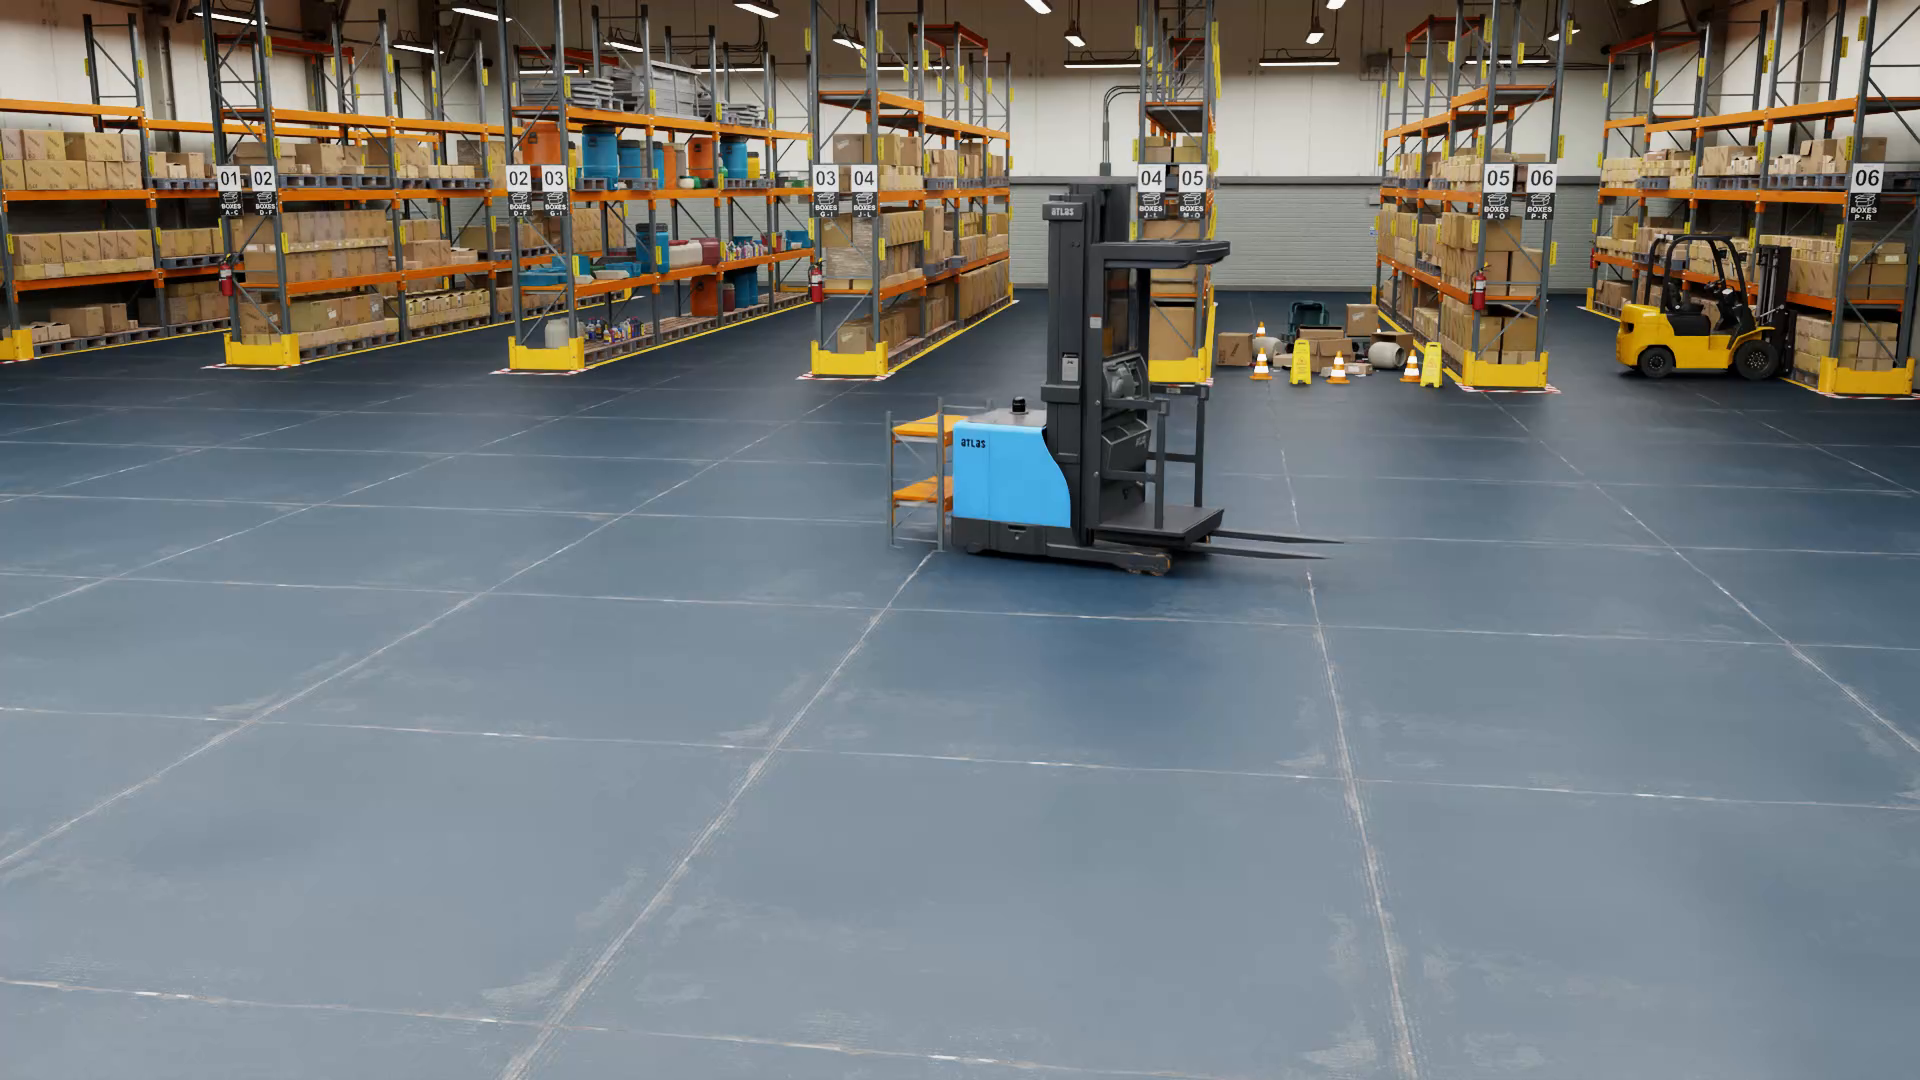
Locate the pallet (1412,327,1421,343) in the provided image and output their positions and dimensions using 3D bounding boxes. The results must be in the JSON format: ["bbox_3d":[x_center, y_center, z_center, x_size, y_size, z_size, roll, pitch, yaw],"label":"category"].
[{"bbox_3d":[9.156,-3.887,31.530,1.003,0.211,1.213,2,12,9],"label":"pallet"}]

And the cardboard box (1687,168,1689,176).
[{"bbox_3d":[14.124,-7.030,31.782,0.380,0.149,0.250,2,12,10],"label":"cardboard box"}]

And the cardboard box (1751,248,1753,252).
[{"bbox_3d":[13.400,-4.865,27.669,0.380,0.149,0.250,2,12,11],"label":"cardboard box"}]

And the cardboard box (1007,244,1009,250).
[{"bbox_3d":[0.986,-7.192,40.841,0.380,0.149,0.250,2,12,10],"label":"cardboard box"}]

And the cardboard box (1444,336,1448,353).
[{"bbox_3d":[8.234,-3.216,27.326,0.500,0.250,0.500,3,12,12],"label":"cardboard box"}]

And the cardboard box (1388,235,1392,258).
[{"bbox_3d":[9.785,-6.507,36.828,0.500,0.500,0.500,2,12,7],"label":"cardboard box"}]

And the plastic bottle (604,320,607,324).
[{"bbox_3d":[-6.424,-3.825,30.028,0.061,0.283,0.133,2,12,9],"label":"plastic bottle"}]

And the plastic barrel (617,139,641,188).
[{"bbox_3d":[-6.160,-6.886,30.516,0.600,0.901,0.708,2,12,9],"label":"plastic barrel"}]

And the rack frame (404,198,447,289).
[{"bbox_3d":[-13.968,-7.881,43.442,1.000,3.000,0.127,2,12,9],"label":"rack frame"}]

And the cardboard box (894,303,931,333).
[{"bbox_3d":[-0.922,-4.120,30.881,0.700,0.500,0.500,2,12,8],"label":"cardboard box"}]

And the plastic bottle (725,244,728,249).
[{"bbox_3d":[-5.298,-6.506,37.359,0.152,0.276,0.135,2,12,9],"label":"plastic bottle"}]

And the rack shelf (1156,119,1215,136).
[{"bbox_3d":[4.063,-7.522,30.191,1.077,0.370,4.000,2,12,9],"label":"rack shelf"}]

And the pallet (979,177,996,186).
[{"bbox_3d":[0.237,-8.160,37.826,1.003,0.211,1.213,2,12,9],"label":"pallet"}]

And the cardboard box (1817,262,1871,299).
[{"bbox_3d":[12.768,-3.747,24.025,0.500,0.500,0.500,2,12,7],"label":"cardboard box"}]

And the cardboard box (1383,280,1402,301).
[{"bbox_3d":[10.505,-5.890,39.291,0.875,0.438,0.875,1,12,7],"label":"cardboard box"}]

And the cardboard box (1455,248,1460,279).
[{"bbox_3d":[8.117,-4.377,26.239,0.500,0.500,0.500,2,12,9],"label":"cardboard box"}]

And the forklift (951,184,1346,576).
[{"bbox_3d":[1.487,-1.283,12.991,3.031,2.935,1.130,6,13,25],"label":"forklift"}]

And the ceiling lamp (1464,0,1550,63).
[{"bbox_3d":[13.525,-13.338,40.667,2.000,3.185,0.800,2,12,9],"label":"ceiling lamp"}]

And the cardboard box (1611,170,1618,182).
[{"bbox_3d":[14.926,-8.161,37.270,0.500,0.250,0.500,2,12,7],"label":"cardboard box"}]

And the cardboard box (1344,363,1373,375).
[{"bbox_3d":[6.252,-2.692,26.133,0.380,0.149,0.250,10,15,38],"label":"cardboard box"}]

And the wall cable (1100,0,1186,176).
[{"bbox_3d":[4.991,-12.970,45.181,2.277,5.999,0.120,2,12,9],"label":"wall cable"}]

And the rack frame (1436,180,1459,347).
[{"bbox_3d":[8.662,-4.580,28.127,1.000,3.000,0.127,2,12,9],"label":"rack frame"}]

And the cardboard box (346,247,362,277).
[{"bbox_3d":[-11.136,-4.965,29.675,0.700,0.500,0.500,2,12,9],"label":"cardboard box"}]

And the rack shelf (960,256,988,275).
[{"bbox_3d":[-0.207,-5.799,35.488,1.077,0.370,4.000,2,12,9],"label":"rack shelf"}]

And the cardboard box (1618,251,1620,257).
[{"bbox_3d":[14.852,-6.358,36.972,0.380,0.149,0.250,2,12,9],"label":"cardboard box"}]

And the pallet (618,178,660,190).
[{"bbox_3d":[-6.038,-6.283,29.354,1.213,0.211,1.003,2,12,9],"label":"pallet"}]

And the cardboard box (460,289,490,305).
[{"bbox_3d":[-10.140,-5.074,34.617,0.500,0.311,0.500,2,12,10],"label":"cardboard box"}]

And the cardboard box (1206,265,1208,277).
[{"bbox_3d":[4.102,-4.869,29.230,0.500,0.500,0.500,2,12,9],"label":"cardboard box"}]

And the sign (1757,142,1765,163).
[{"bbox_3d":[13.030,-6.309,27.053,0.100,0.325,0.005,2,12,9],"label":"sign"}]

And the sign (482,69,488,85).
[{"bbox_3d":[-9.754,-9.505,34.146,0.100,0.325,0.005,2,12,9],"label":"sign"}]

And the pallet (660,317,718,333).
[{"bbox_3d":[-5.566,-4.371,33.776,1.003,0.211,1.213,2,12,9],"label":"pallet"}]

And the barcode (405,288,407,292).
[{"bbox_3d":[-10.467,-4.725,31.409,0.001,0.075,0.075,2,12,9],"label":"barcode"}]

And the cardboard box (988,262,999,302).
[{"bbox_3d":[0.419,-6.056,39.019,0.875,0.875,0.875,2,12,9],"label":"cardboard box"}]

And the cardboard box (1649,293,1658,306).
[{"bbox_3d":[14.348,-4.761,33.900,0.500,0.500,0.500,2,12,7],"label":"cardboard box"}]

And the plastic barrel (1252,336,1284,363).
[{"bbox_3d":[5.097,-3.174,27.718,0.421,0.421,0.512,-10,16,-40],"label":"plastic barrel"}]

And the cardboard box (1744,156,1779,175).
[{"bbox_3d":[13.438,-6.256,27.759,0.500,0.311,0.500,1,12,7],"label":"cardboard box"}]

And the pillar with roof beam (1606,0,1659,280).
[{"bbox_3d":[12.464,-10.523,41.459,9.100,9.000,0.548,2,12,9],"label":"pillar with roof beam"}]

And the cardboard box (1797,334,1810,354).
[{"bbox_3d":[12.806,-2.909,24.713,0.500,0.250,0.500,2,12,8],"label":"cardboard box"}]

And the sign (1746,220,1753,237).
[{"bbox_3d":[14.731,-5.802,31.046,0.100,0.325,0.005,2,12,9],"label":"sign"}]

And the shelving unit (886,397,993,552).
[{"bbox_3d":[-0.160,-0.573,13.980,0.538,1.125,1.048,5,13,23],"label":"shelving unit"}]

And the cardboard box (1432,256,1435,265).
[{"bbox_3d":[8.566,-4.941,29.401,0.380,0.149,0.250,2,12,9],"label":"cardboard box"}]

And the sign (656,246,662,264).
[{"bbox_3d":[-5.482,-5.177,30.239,0.100,0.325,0.005,2,12,9],"label":"sign"}]

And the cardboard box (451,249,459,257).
[{"bbox_3d":[-10.632,-5.832,34.148,0.500,0.311,0.500,2,12,8],"label":"cardboard box"}]

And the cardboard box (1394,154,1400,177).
[{"bbox_3d":[10.049,-8.433,37.412,0.500,0.500,0.500,2,12,10],"label":"cardboard box"}]

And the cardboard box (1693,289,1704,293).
[{"bbox_3d":[14.723,-4.870,32.869,0.380,0.149,0.250,2,12,7],"label":"cardboard box"}]

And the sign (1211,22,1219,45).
[{"bbox_3d":[3.688,-7.334,24.073,0.100,0.325,0.005,2,12,9],"label":"sign"}]

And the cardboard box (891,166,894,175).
[{"bbox_3d":[-1.268,-5.919,26.627,0.380,0.149,0.250,2,12,9],"label":"cardboard box"}]

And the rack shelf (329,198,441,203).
[{"bbox_3d":[-14.275,-8.579,41.270,1.077,0.370,4.000,2,12,9],"label":"rack shelf"}]

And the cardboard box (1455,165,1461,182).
[{"bbox_3d":[8.164,-5.825,26.430,0.500,0.250,0.500,2,12,9],"label":"cardboard box"}]
